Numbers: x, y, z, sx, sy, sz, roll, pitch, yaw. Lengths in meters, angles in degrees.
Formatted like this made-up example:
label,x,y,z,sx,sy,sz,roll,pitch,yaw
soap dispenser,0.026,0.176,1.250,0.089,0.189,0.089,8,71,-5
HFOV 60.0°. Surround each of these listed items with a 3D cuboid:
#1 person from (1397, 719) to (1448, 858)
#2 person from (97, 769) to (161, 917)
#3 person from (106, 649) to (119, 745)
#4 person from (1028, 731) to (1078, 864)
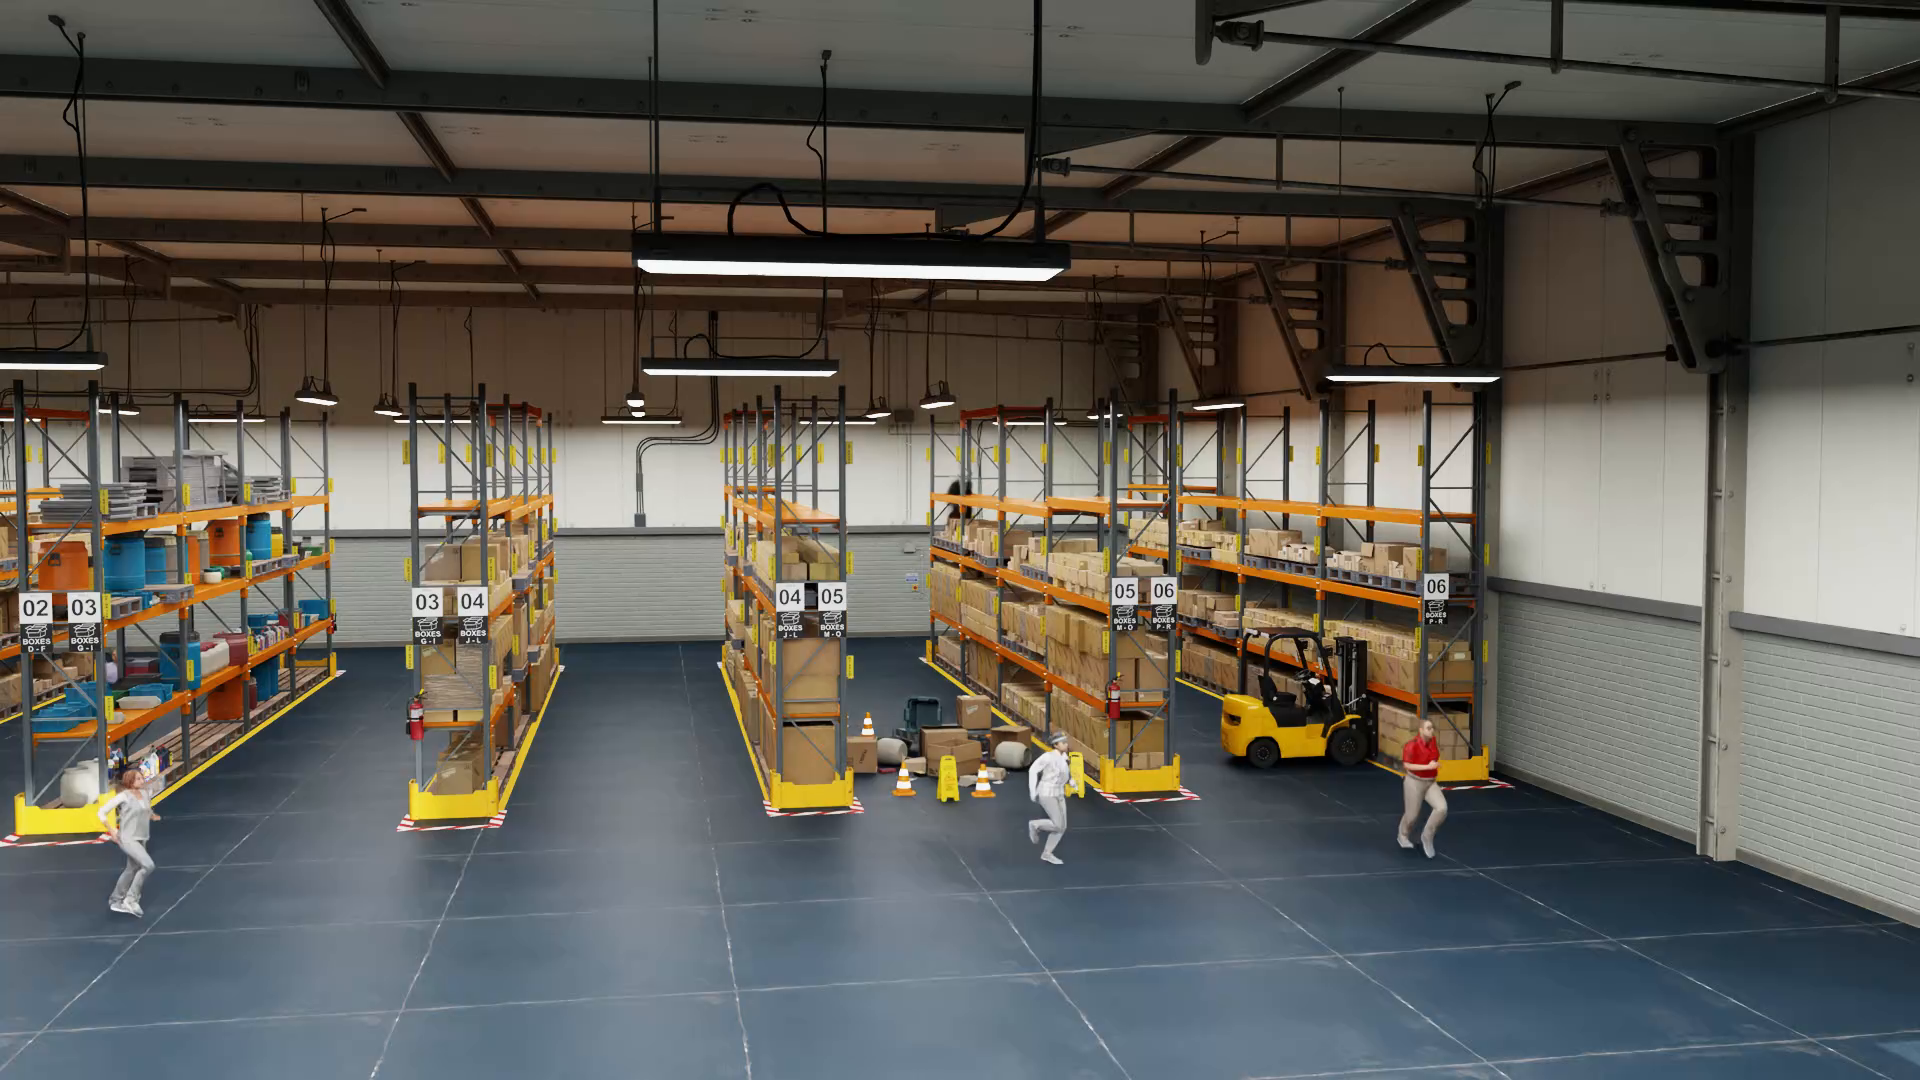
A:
label,x,y,z,sx,sy,sz,roll,pitch,yaw
person,5.786,3.096,20.826,0.691,1.742,0.844,-1,3,-26
person,-8.963,3.281,18.052,0.638,1.593,0.516,0,3,7
person,-14.825,2.742,29.280,0.582,1.632,0.997,0,3,-5
person,1.143,3.160,20.492,0.641,1.650,0.653,2,4,39
